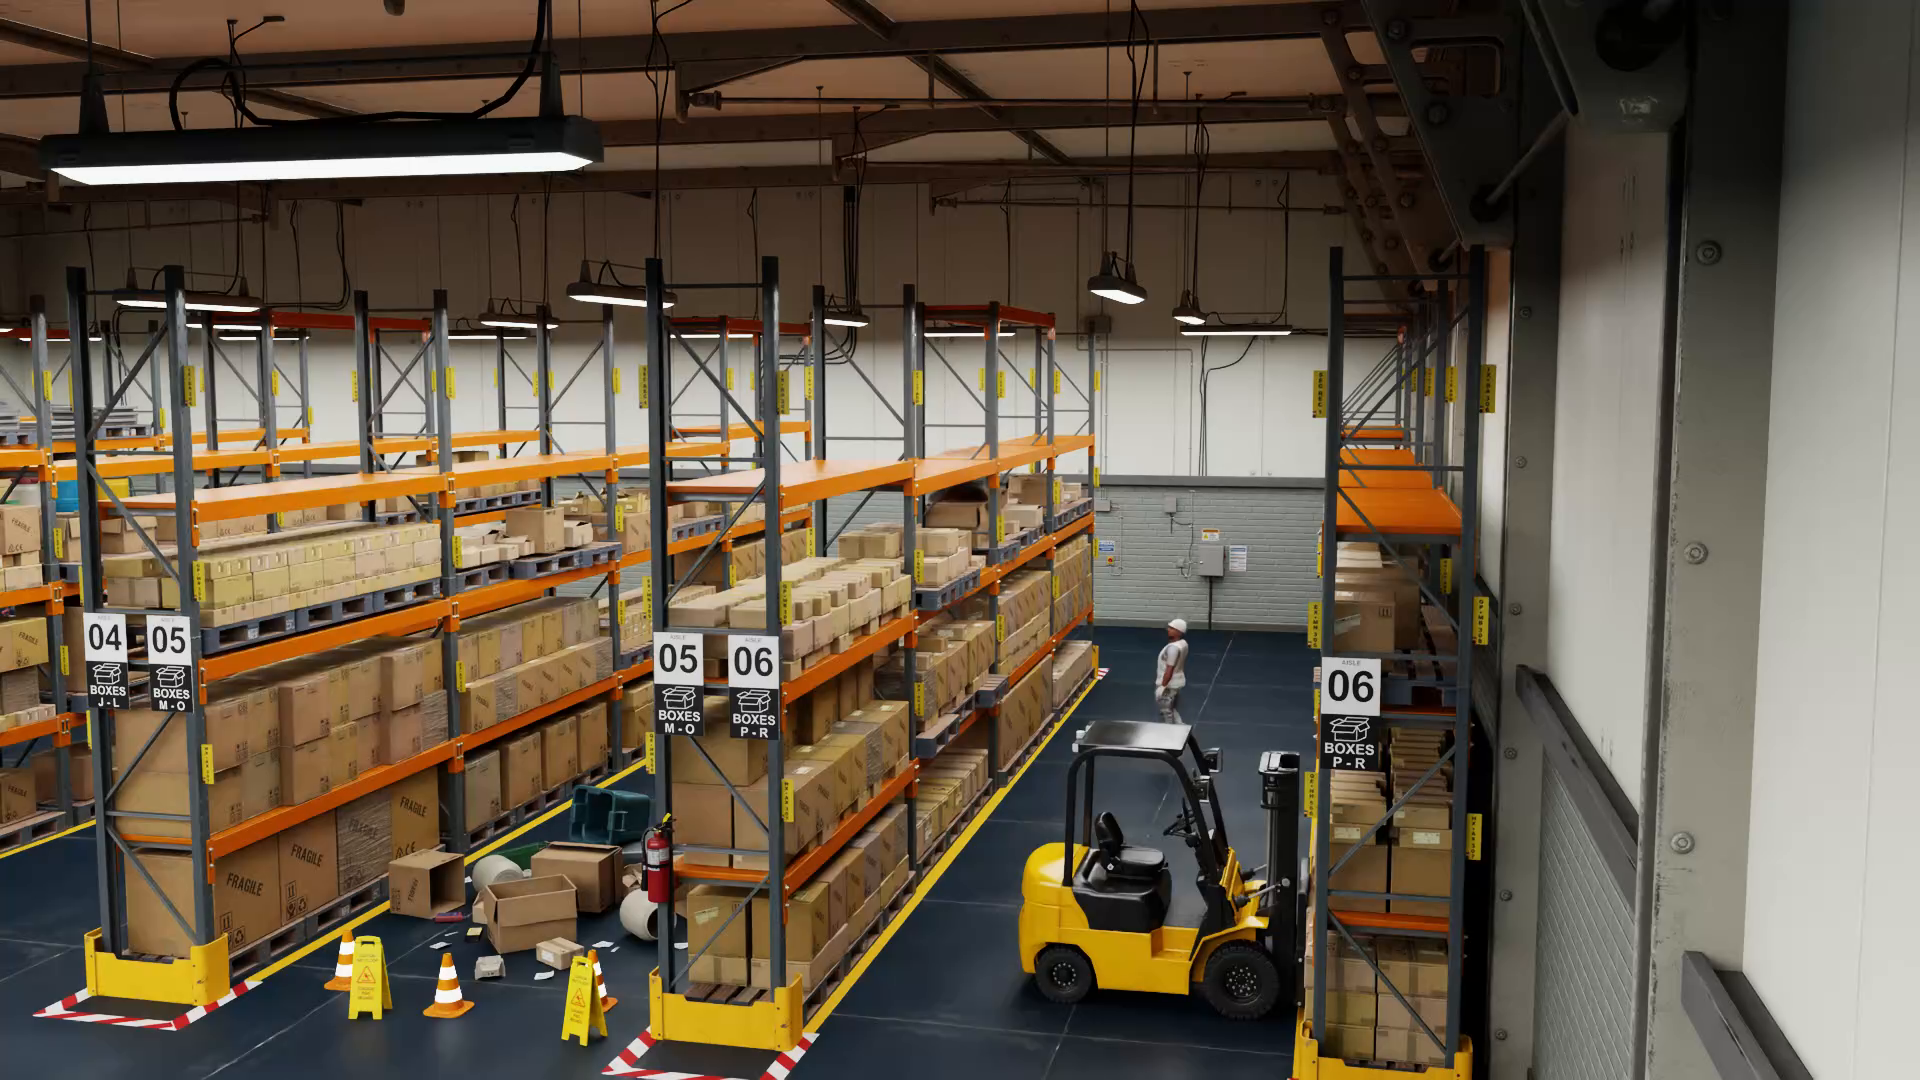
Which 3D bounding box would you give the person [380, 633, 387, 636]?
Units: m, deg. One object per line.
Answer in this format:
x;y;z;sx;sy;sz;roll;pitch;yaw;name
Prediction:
-7.891;1.997;22.726;0.636;1.769;0.426;-5;8;-40;person

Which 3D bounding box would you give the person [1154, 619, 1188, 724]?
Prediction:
2.710;1.908;21.616;0.488;1.780;0.633;4;7;35;person
